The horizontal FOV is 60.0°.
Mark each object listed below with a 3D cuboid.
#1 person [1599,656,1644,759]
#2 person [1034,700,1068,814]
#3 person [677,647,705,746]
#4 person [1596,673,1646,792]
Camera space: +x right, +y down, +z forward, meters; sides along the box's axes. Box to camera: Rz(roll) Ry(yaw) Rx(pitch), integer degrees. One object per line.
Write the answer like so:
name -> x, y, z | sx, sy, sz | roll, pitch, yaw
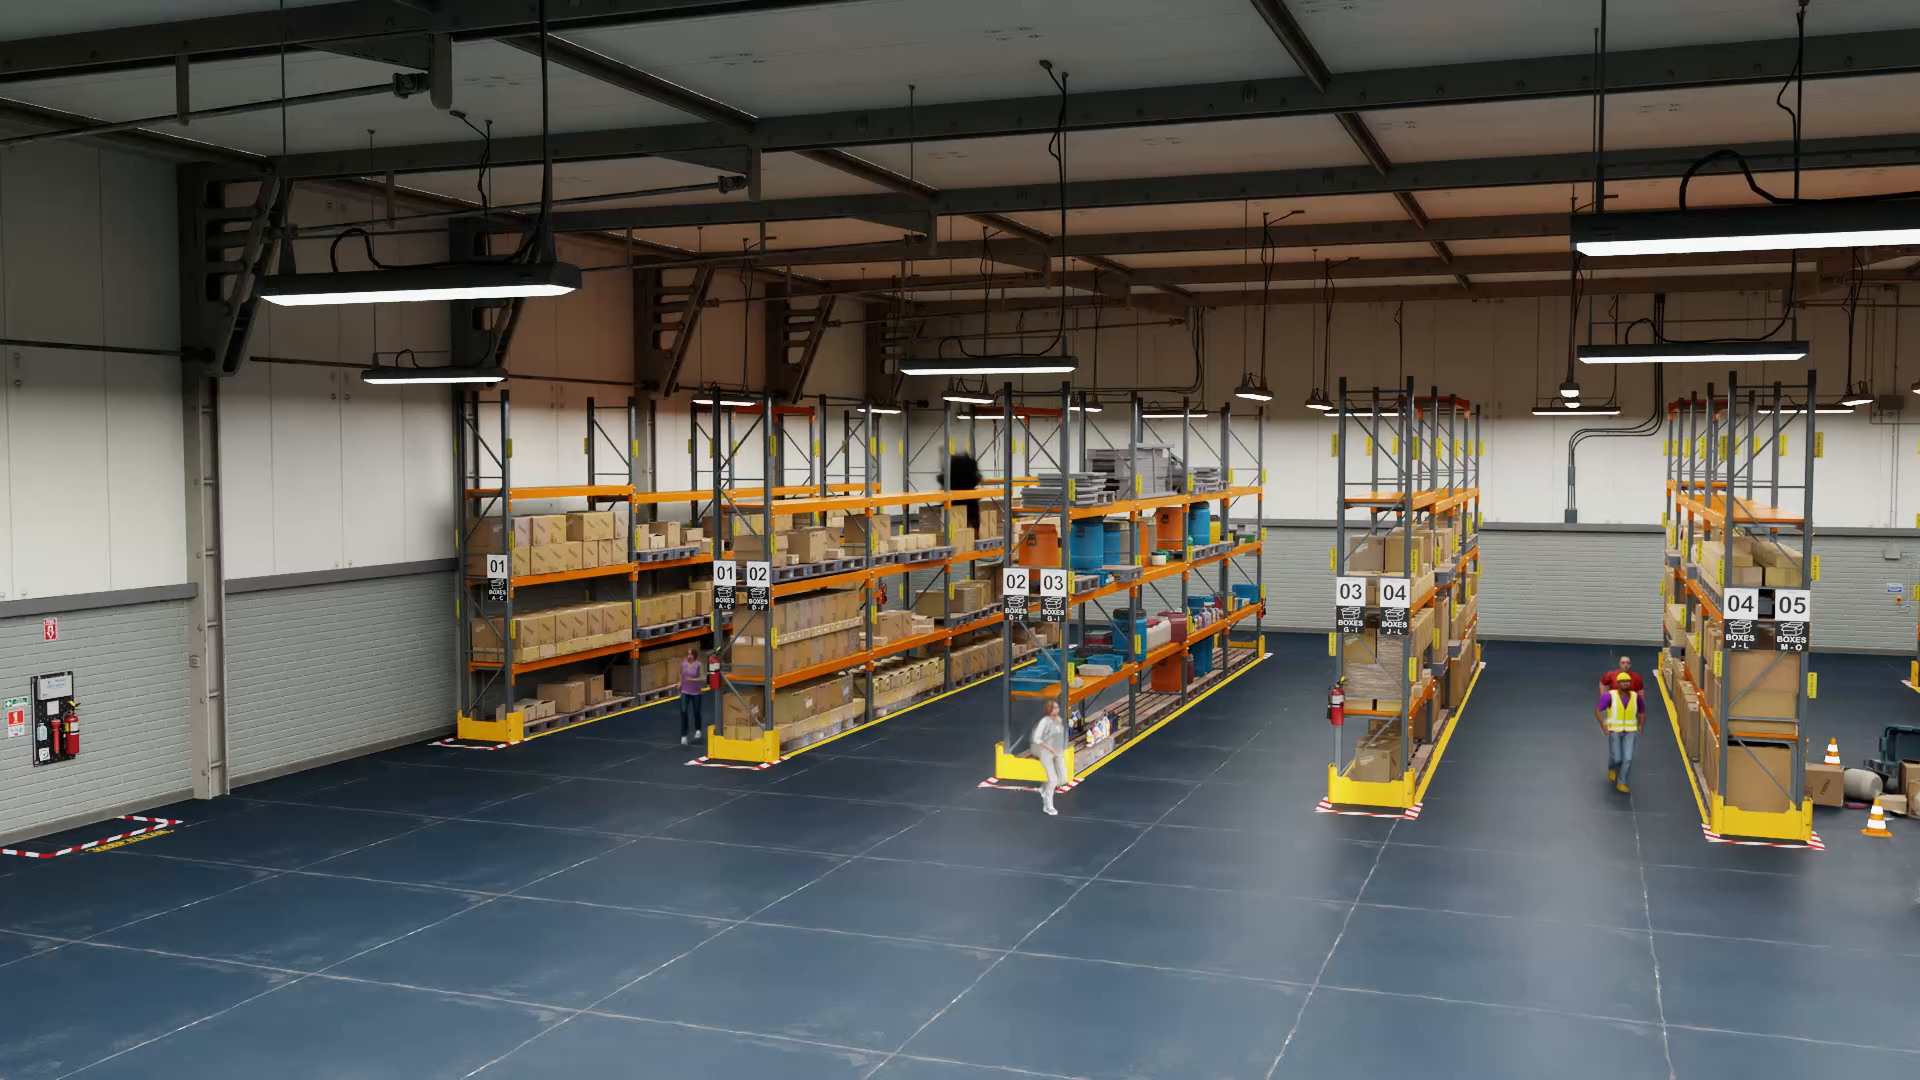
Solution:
person -> 10.554, 2.689, 26.483 | 0.638, 1.688, 0.741 | 1, 3, 10
person -> 1.237, 2.971, 22.801 | 0.559, 1.569, 0.542 | -3, 4, -42
person -> -4.566, 2.642, 28.237 | 0.507, 1.646, 0.728 | 0, 3, 3
person -> 9.706, 2.799, 24.409 | 0.706, 1.731, 0.628 | 1, 3, 11
